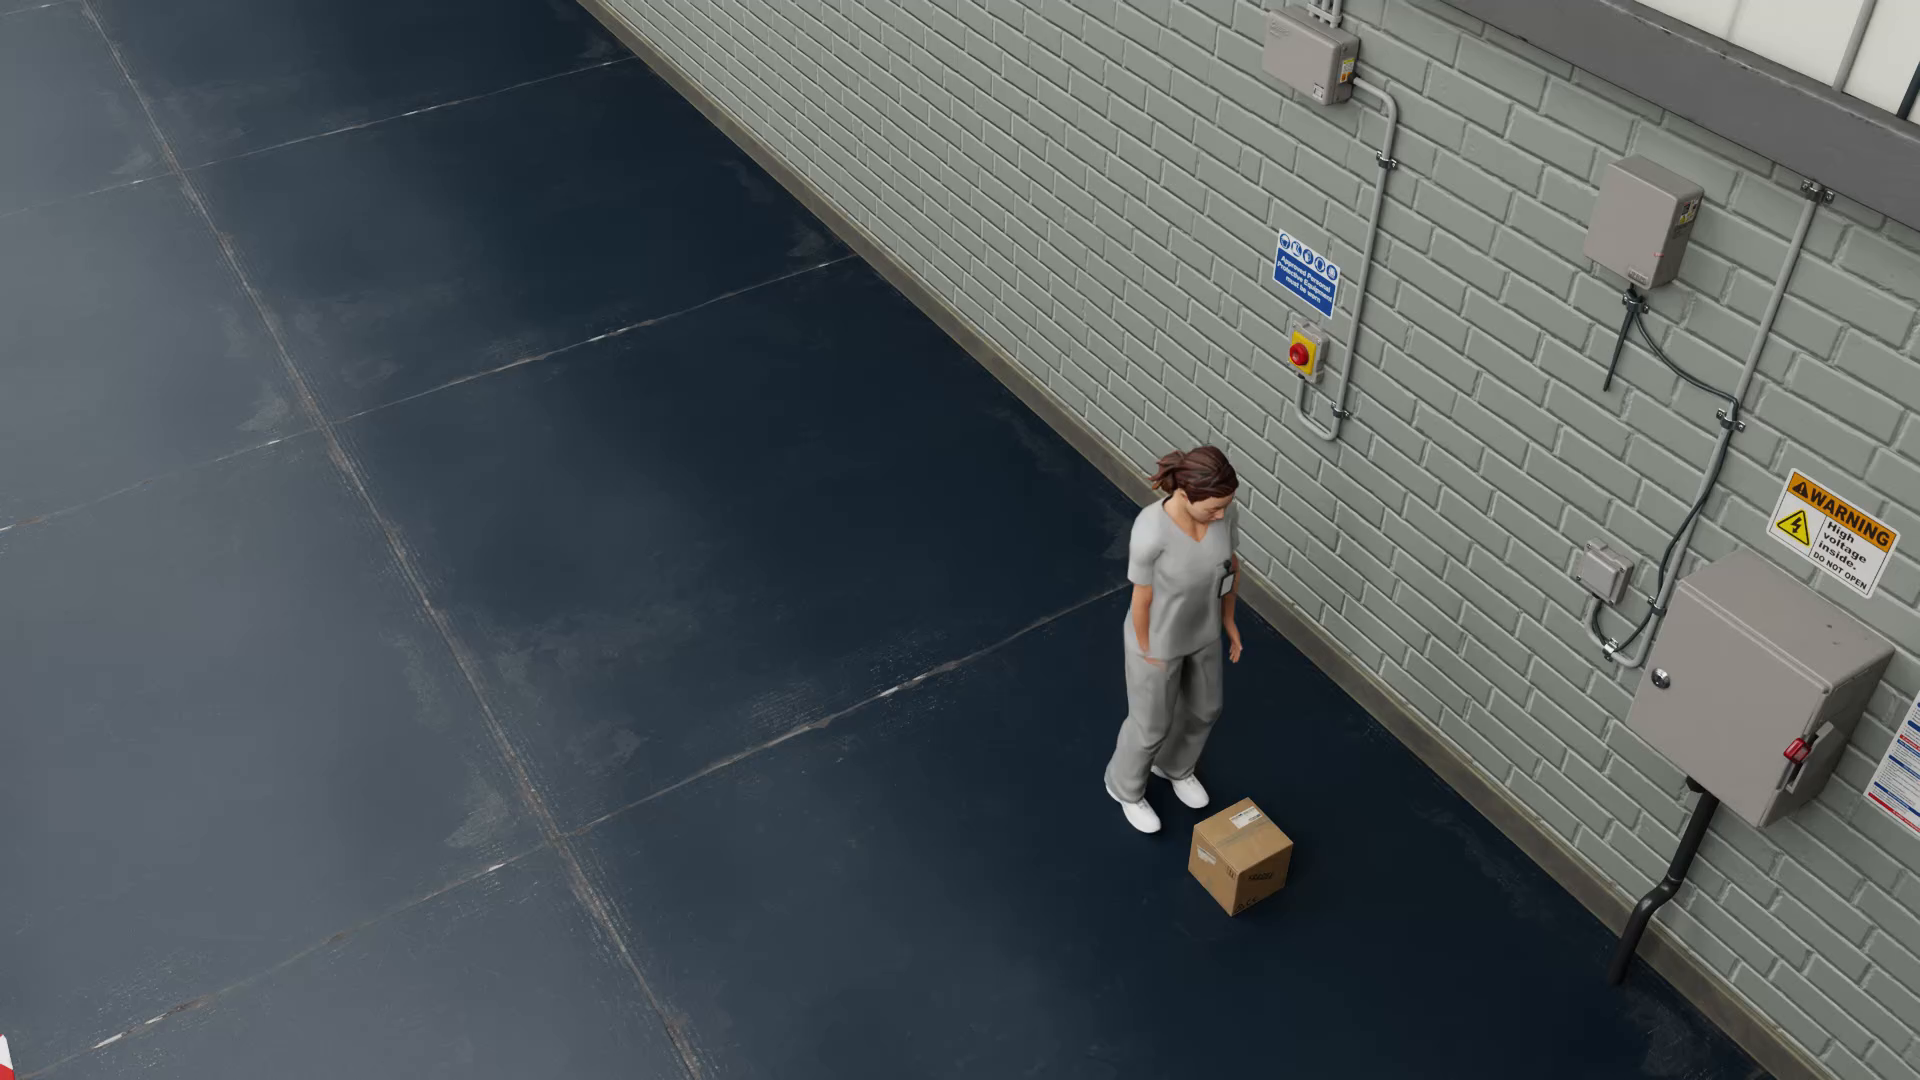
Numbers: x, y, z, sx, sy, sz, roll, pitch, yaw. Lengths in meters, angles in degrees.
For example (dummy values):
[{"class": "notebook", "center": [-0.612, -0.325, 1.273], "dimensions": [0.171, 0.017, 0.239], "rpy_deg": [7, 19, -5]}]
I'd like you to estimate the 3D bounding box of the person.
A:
[{"class": "person", "center": [0.759, 0.325, 5.797], "dimensions": [0.447, 1.665, 0.355], "rpy_deg": [-22, 45, -23]}]
